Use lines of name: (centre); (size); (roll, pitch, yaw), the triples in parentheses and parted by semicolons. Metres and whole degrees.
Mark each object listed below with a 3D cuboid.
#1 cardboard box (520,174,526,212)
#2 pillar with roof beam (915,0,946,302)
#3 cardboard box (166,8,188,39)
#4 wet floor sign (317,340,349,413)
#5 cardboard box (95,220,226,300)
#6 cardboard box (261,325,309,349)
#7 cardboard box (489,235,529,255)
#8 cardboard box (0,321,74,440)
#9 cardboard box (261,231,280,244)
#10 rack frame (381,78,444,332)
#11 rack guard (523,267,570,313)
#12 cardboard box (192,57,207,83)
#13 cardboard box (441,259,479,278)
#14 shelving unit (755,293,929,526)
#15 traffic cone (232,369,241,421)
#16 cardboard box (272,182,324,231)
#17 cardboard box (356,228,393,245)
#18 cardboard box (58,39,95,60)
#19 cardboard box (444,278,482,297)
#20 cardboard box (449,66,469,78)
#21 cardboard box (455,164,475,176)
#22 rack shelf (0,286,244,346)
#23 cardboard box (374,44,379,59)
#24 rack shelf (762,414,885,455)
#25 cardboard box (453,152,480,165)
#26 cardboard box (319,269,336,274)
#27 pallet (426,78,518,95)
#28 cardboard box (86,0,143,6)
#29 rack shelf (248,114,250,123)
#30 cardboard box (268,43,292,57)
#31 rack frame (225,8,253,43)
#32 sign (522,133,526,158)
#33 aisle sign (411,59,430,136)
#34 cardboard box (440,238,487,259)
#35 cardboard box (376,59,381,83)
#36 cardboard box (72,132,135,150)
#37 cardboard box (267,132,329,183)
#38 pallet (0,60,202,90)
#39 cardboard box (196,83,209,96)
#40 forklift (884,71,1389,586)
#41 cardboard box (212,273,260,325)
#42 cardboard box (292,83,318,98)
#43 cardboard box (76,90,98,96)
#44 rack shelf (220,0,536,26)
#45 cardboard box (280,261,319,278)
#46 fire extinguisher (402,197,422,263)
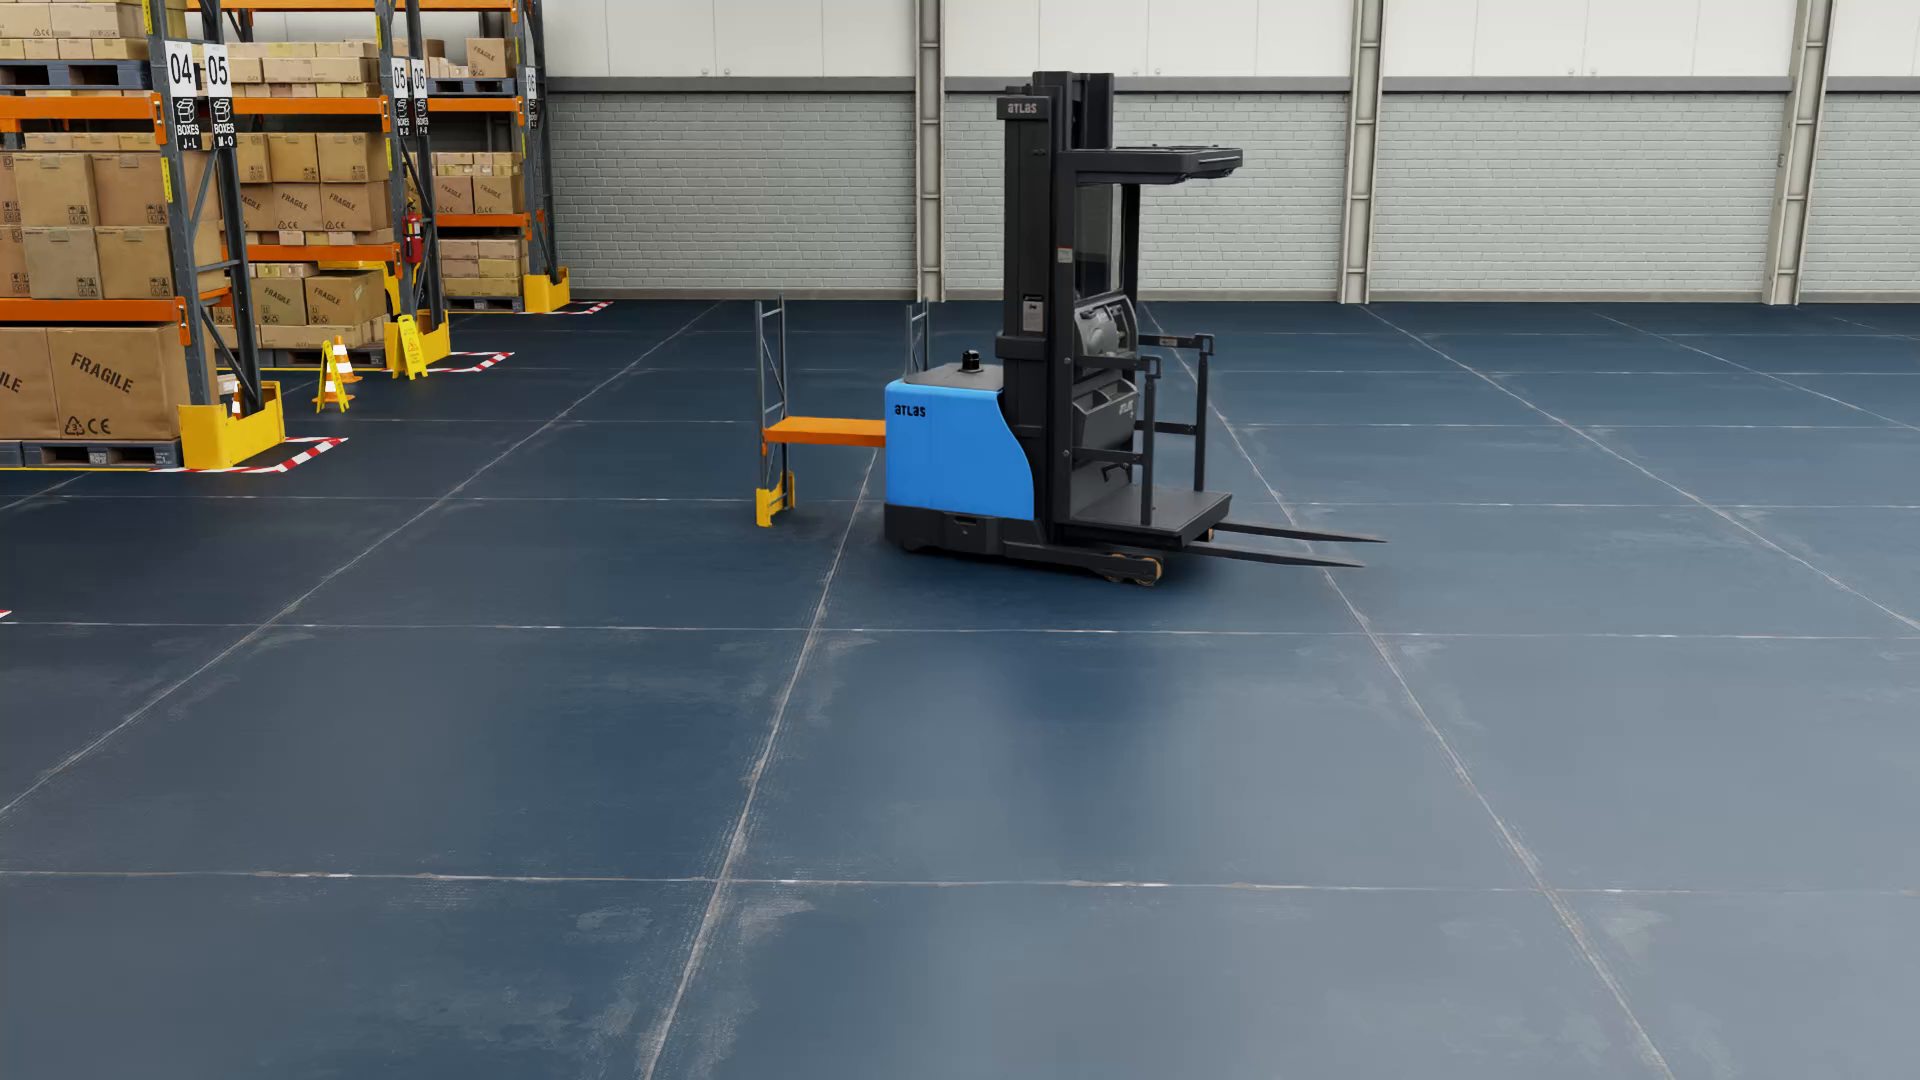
cardboard box: (-6.225, -4.799, 22.954); (0.500, 0.500, 0.500); (1, 15, 3)
pillar with roof beam: (-0.522, -6.675, 18.499); (0.400, 9.000, 9.100); (0, 15, 1)
cardboard box: (-6.361, -3.989, 12.893); (0.500, 0.250, 0.500); (0, 15, 1)
wet floor sign: (-5.806, -1.514, 15.314); (0.232, 0.644, 0.267); (-2, 15, -8)
cardboard box: (-6.257, -2.211, 13.047); (0.550, 0.550, 0.875); (0, 15, 1)
cardboard box: (-7.192, -2.226, 17.965); (0.500, 0.250, 0.500); (0, 15, 2)
cardboard box: (-6.212, -4.085, 23.050); (0.500, 0.250, 0.500); (0, 15, 1)
cardboard box: (-7.444, -1.316, 13.291); (0.875, 0.875, 0.875); (0, 15, 1)
cardboard box: (-7.262, -3.249, 17.768); (0.250, 0.149, 0.380); (1, 15, 2)
rack frame: (-5.860, -3.411, 17.888); (0.127, 3.000, 1.000); (0, 15, 1)
rack guard: (-5.713, -3.468, 23.004); (0.348, 0.500, 1.175); (0, 15, 1)
cardboard box: (-7.905, -4.876, 17.270); (0.500, 0.250, 0.500); (1, 15, 2)
cardboard box: (-6.732, -3.721, 22.652); (0.500, 0.250, 0.500); (0, 15, 1)
shelving unit: (-0.783, -0.865, 11.179); (1.083, 1.500, 0.587); (3, 15, 12)
traffic cone: (-6.380, -1.287, 14.810); (0.334, 0.463, 0.336); (0, 15, 1)
cardboard box: (-6.910, -3.541, 17.601); (0.500, 0.500, 0.500); (0, 15, 2)
cardboard box: (-6.239, -3.237, 17.722); (0.250, 0.149, 0.380); (1, 15, 3)
cardboard box: (-6.478, -3.646, 12.371); (0.250, 0.149, 0.380); (0, 15, 2)
cardboard box: (-6.711, -3.478, 22.711); (0.500, 0.250, 0.500); (0, 15, 1)
cardboard box: (-6.573, -6.185, 21.996); (0.250, 0.149, 0.380); (0, 15, 0)
cardboard box: (-6.605, -4.981, 22.371); (0.250, 0.149, 0.380); (1, 15, 2)
rack shelf: (-7.885, -1.813, 13.242); (4.000, 0.370, 1.077); (0, 15, 1)
cardboard box: (-6.210, -5.180, 17.641); (0.250, 0.149, 0.380); (0, 15, 1)
rack shelf: (-0.774, -0.691, 11.223); (1.000, 0.185, 0.538); (3, 15, 12)
cardboard box: (-6.610, -5.119, 22.314); (0.250, 0.149, 0.380); (1, 15, 3)
cardboard box: (-7.206, -2.725, 18.385); (0.500, 0.500, 0.500); (0, 15, -1)
pallet: (-6.443, -6.095, 22.357); (1.213, 0.211, 1.003); (0, 15, 1)
cardboard box: (-6.231, -4.029, 12.262); (0.250, 0.149, 0.380); (1, 15, 2)
rack shelf: (-11.735, -5.818, 22.543); (4.000, 0.370, 1.077); (0, 15, 1)
cardboard box: (-6.970, -5.075, 17.247); (0.250, 0.149, 0.380); (0, 15, 2)
rack frame: (-9.735, -7.603, 22.019); (0.127, 3.000, 1.000); (0, 15, 1)
sign: (-5.765, -5.213, 21.984); (0.005, 0.325, 0.100); (0, 15, 1)
aisle sign: (-5.790, -4.746, 17.854); (0.004, 0.787, 0.394); (0, 15, 1)
cardboard box: (-6.716, -3.959, 22.572); (0.500, 0.250, 0.500); (1, 15, 2)
cardboard box: (-6.356, -5.004, 17.756); (0.500, 0.250, 0.500); (0, 15, 0)
cardboard box: (-8.914, -4.045, 17.554); (0.500, 0.500, 0.700); (0, 15, 2)
cardboard box: (-6.882, -4.039, 17.531); (0.500, 0.500, 0.700); (1, 15, 2)
pallet: (-6.627, -3.557, 12.737); (1.213, 0.211, 1.003); (0, 15, 1)
cardboard box: (-7.760, -4.669, 17.270); (0.250, 0.149, 0.380); (0, 15, 1)
forklift: (1.071, -1.301, 10.024); (3.031, 2.935, 1.130); (7, 16, 25)
cardboard box: (-7.693, -2.593, 17.886); (0.500, 0.500, 0.500); (0, 15, 0)
cardboard box: (-6.738, -4.674, 17.290); (0.250, 0.149, 0.380); (1, 15, 3)
cardboard box: (-9.042, -4.712, 17.431); (0.250, 0.149, 0.380); (0, 15, 1)
rack shelf: (-7.736, -7.049, 22.113); (4.000, 0.370, 1.077); (0, 15, 1)
cardboard box: (-7.036, -2.885, 17.718); (0.250, 0.149, 0.380); (1, 15, 3)
fire extinguisher: (-5.757, -3.255, 17.449); (0.183, 0.674, 0.296); (0, 15, 1)
